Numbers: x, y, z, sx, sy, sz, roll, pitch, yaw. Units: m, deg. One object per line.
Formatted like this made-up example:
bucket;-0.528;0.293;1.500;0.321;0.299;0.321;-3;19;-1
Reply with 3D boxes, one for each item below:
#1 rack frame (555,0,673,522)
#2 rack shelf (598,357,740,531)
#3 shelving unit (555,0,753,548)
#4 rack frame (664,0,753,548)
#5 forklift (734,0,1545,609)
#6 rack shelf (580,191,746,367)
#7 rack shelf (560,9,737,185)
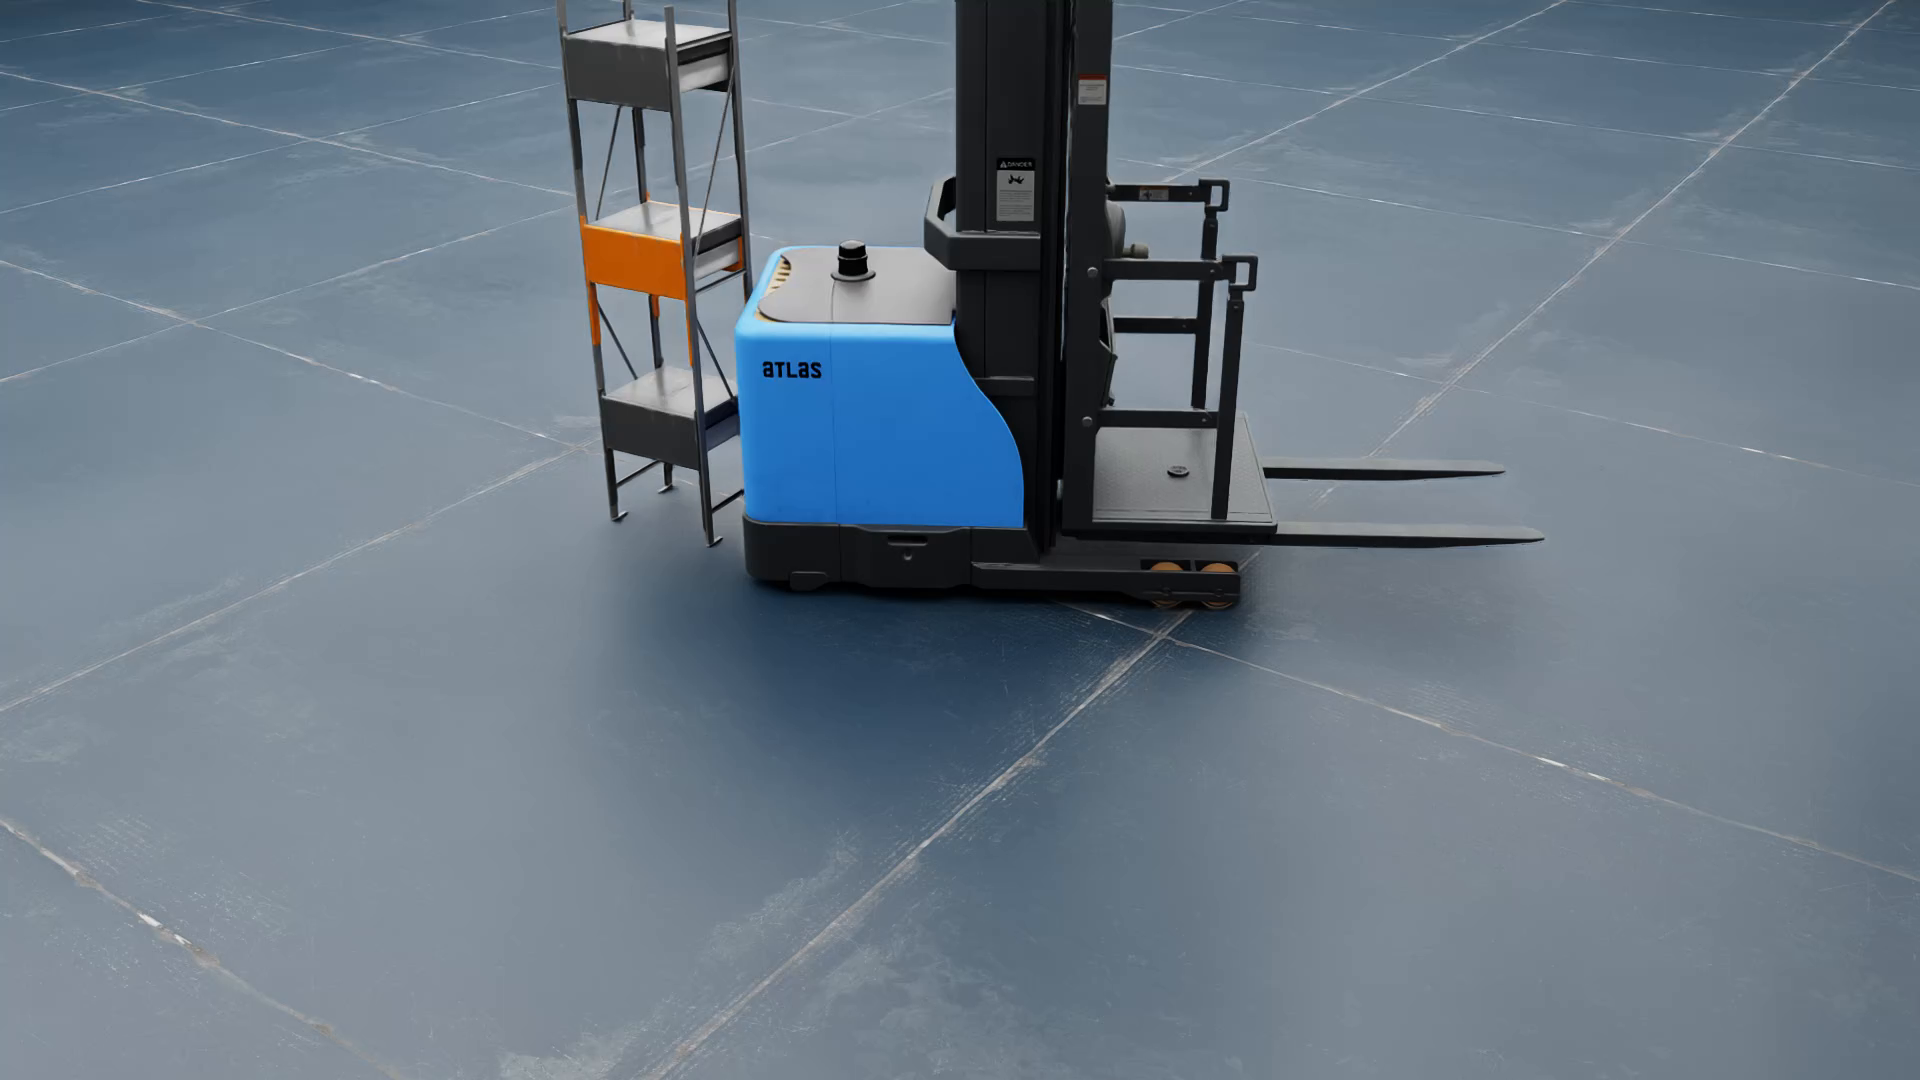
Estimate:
rack frame;-1.347;-1.090;6.576;0.015;2.100;0.400;14;30;25
rack shelf;-1.132;-0.401;6.796;0.480;0.518;0.431;14;30;25
shelving unit;-1.133;-1.037;6.472;0.503;2.100;0.431;14;30;25
rack frame;-0.919;-0.984;6.368;0.015;2.100;0.400;14;30;25
forklift;0.711;-1.296;6.066;3.031;2.935;1.130;1;27;2
rack shelf;-1.133;-1.025;6.478;0.480;0.518;0.431;14;30;25
rack shelf;-1.133;-1.648;6.160;0.480;0.518;0.431;14;30;25
